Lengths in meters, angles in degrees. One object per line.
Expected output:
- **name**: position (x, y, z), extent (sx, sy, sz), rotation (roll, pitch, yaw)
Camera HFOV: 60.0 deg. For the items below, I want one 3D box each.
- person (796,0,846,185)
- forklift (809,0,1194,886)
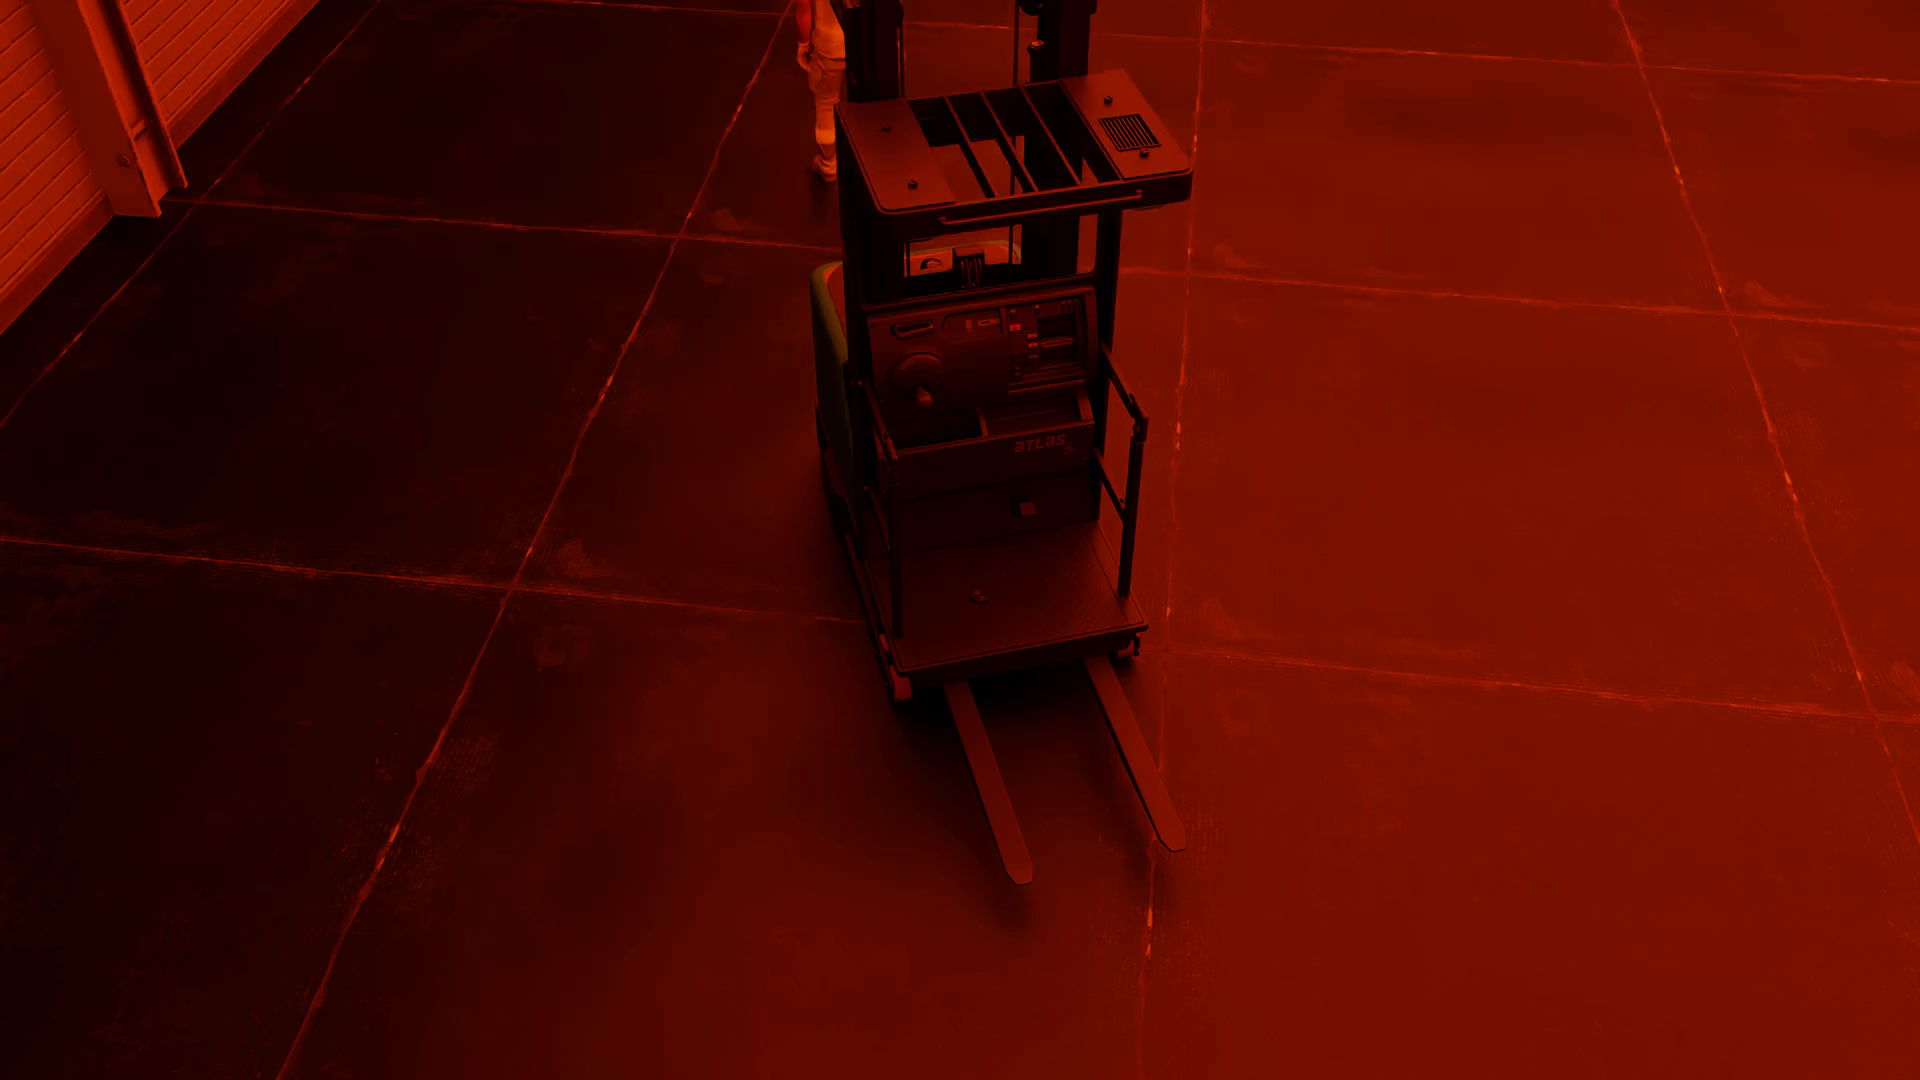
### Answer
- **person**: position (-0.666, -2.928, 9.767), extent (0.608, 1.777, 0.444), rotation (-7, 43, -8)
- **forklift**: position (0.153, -0.681, 6.465), extent (1.130, 2.935, 3.031), rotation (-10, 44, -11)
